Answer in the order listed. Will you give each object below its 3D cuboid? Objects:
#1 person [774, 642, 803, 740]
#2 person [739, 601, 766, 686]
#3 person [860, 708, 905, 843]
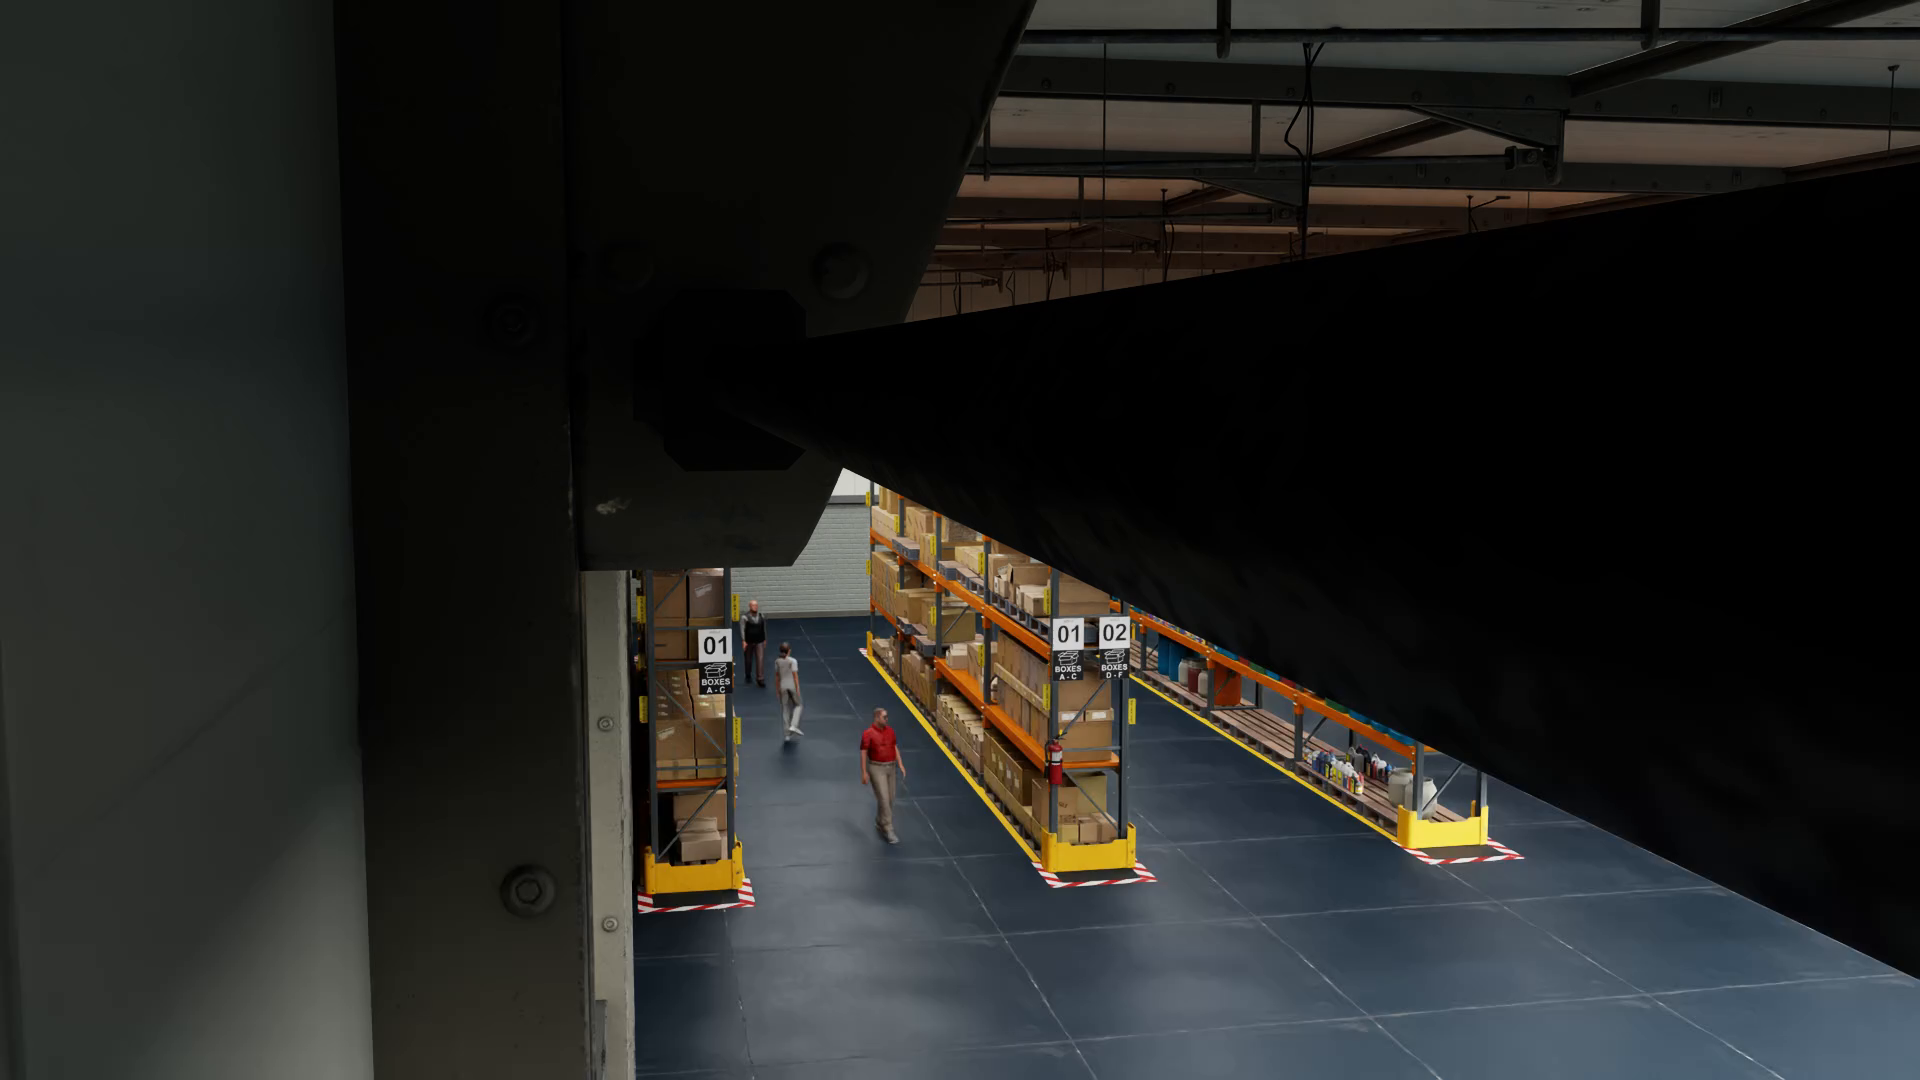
[{"bbox_3d":[-2.911,2.549,28.235,0.497,1.660,0.456,0,6,5],"label":"person"},{"bbox_3d":[-4.118,2.042,33.110,0.554,1.667,1.084,-2,6,-15],"label":"person"},{"bbox_3d":[-0.960,3.153,22.438,0.568,1.724,0.774,-6,8,-43],"label":"person"}]
